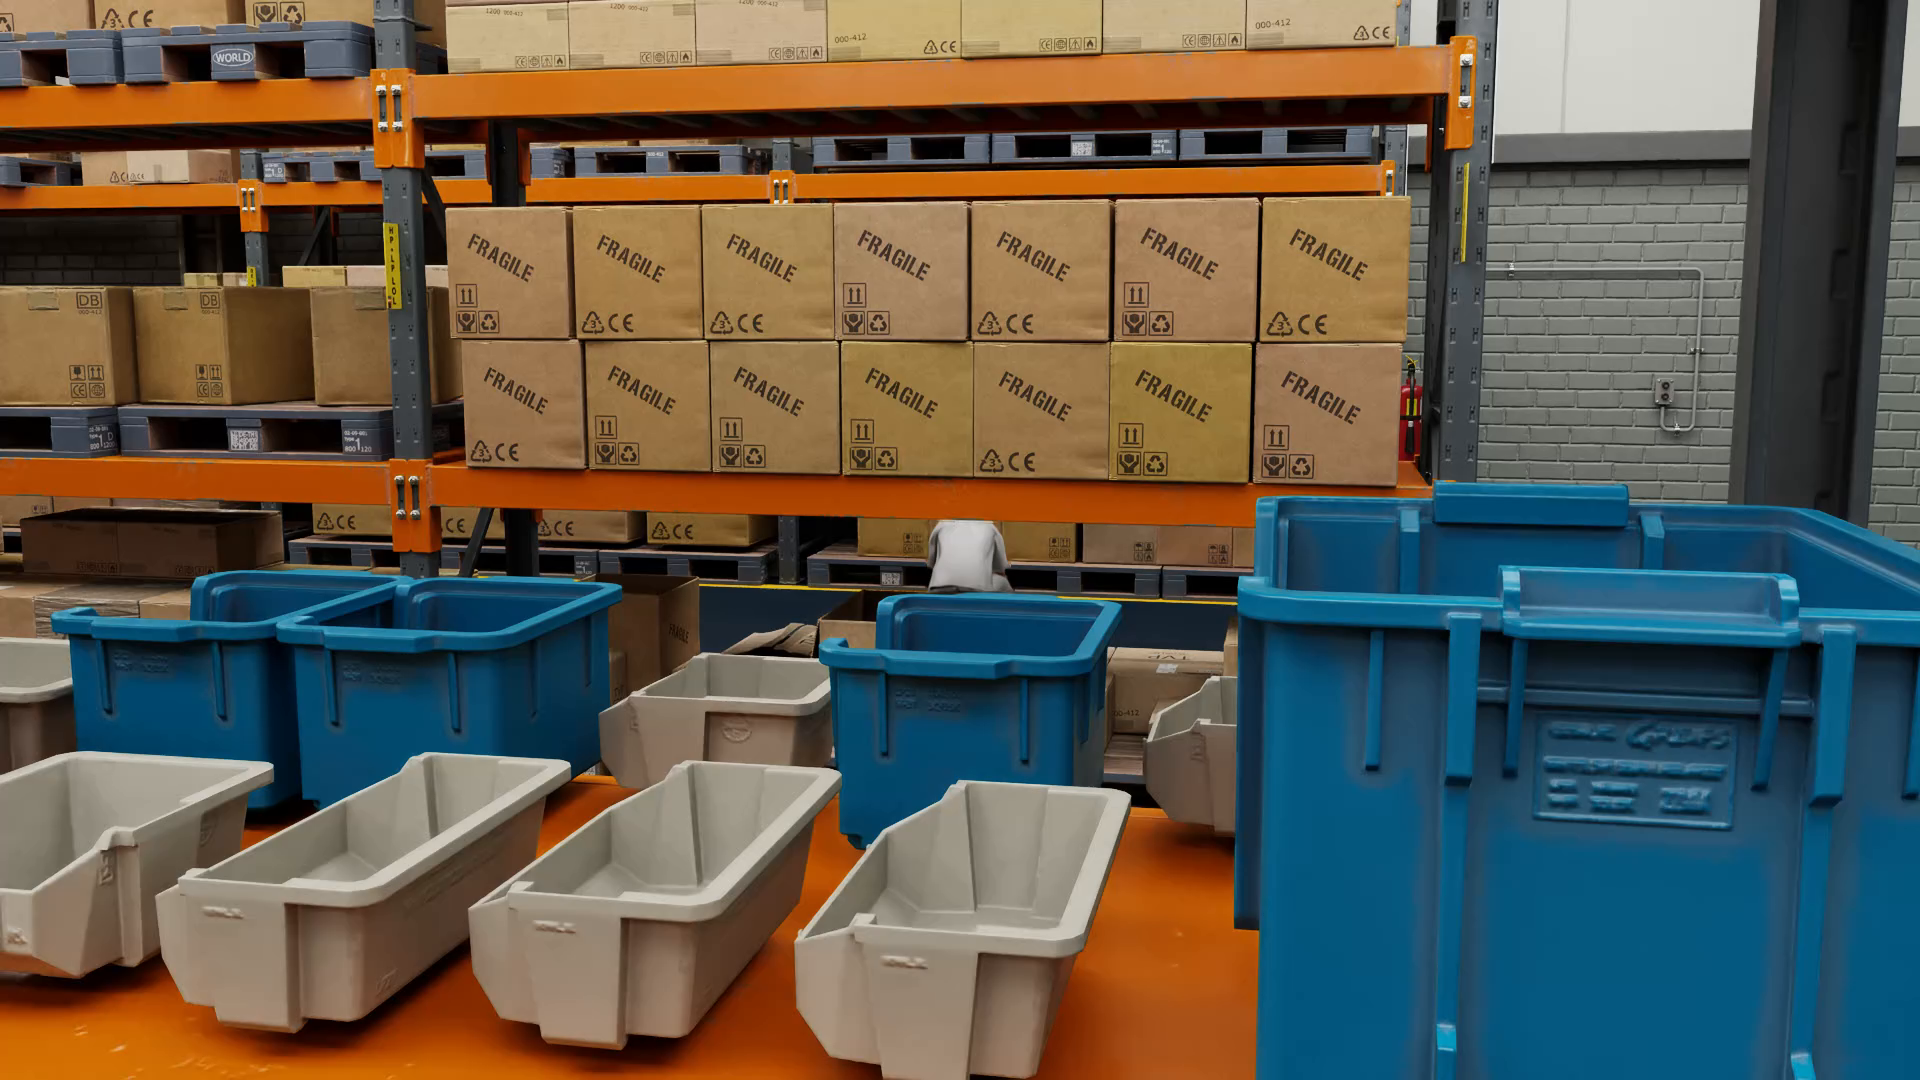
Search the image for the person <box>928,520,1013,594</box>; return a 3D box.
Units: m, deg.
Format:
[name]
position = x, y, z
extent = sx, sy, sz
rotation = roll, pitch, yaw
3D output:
[person]
position = 0.035, 0.218, 9.214
extent = 0.484, 0.859, 0.801
rotation = 2, 8, 11
